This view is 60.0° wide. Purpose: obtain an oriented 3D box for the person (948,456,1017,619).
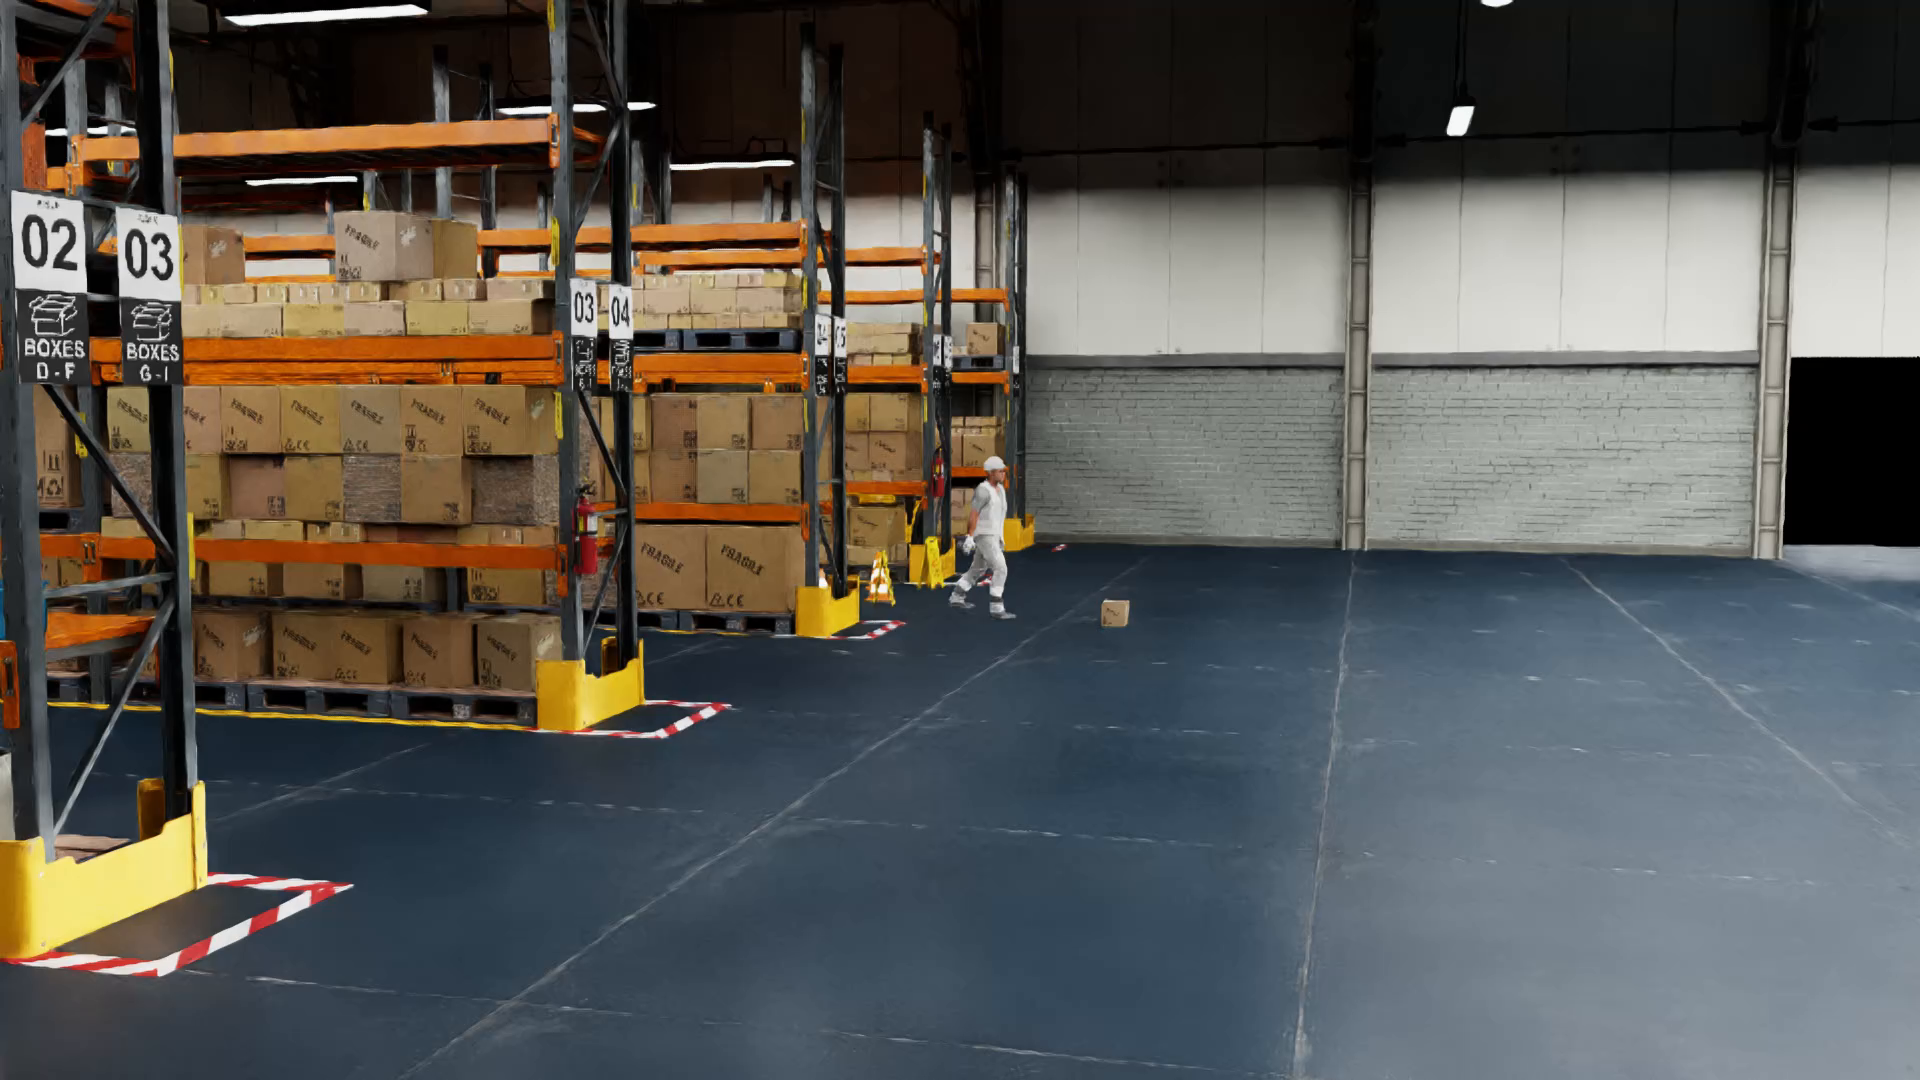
[{"bbox_3d":[0.244,-0.038,17.972,0.919,1.733,0.583,2,5,25],"label":"person"}]
